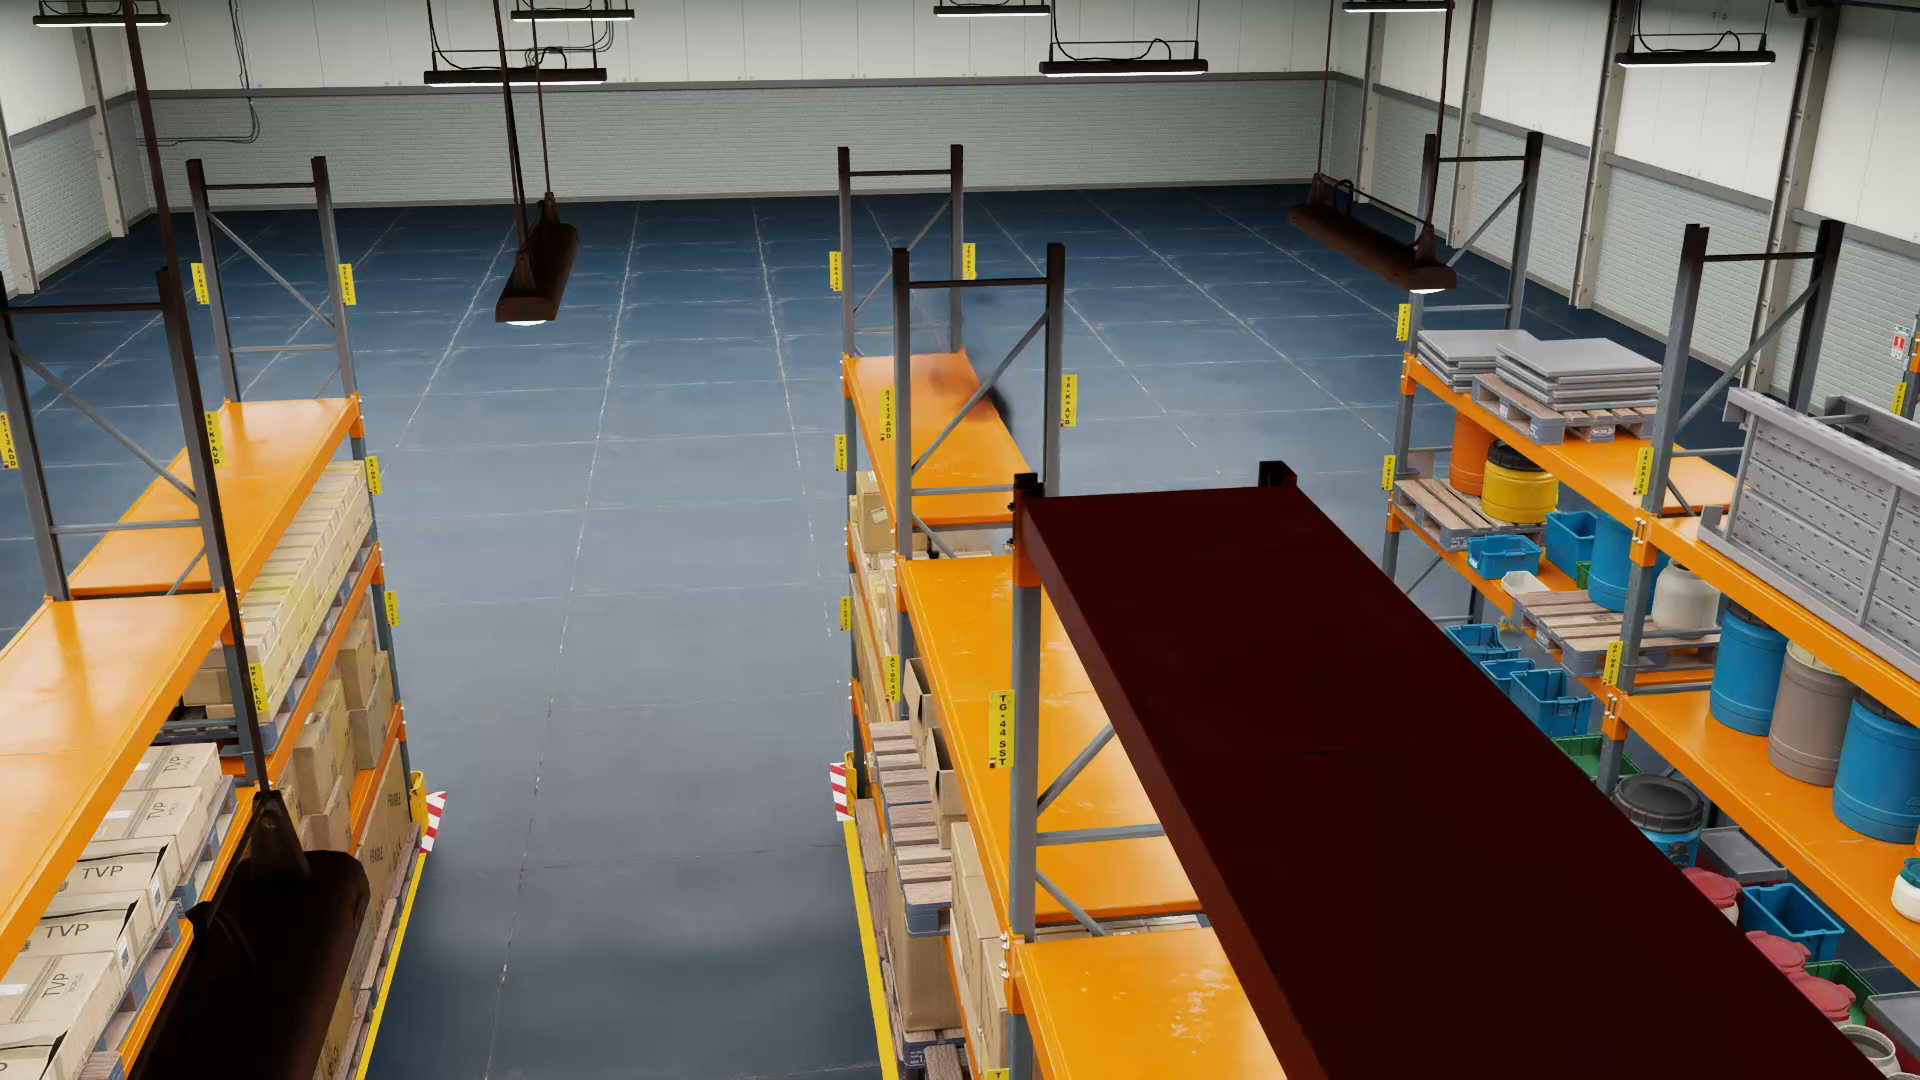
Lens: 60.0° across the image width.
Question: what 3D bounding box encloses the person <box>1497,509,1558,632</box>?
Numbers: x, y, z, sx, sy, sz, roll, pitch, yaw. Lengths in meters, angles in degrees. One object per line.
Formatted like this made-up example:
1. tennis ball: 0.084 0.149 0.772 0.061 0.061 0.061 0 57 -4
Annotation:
1. person: 6.427 0.284 18.537 0.852 1.816 0.670 7 23 16

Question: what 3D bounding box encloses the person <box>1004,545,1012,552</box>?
1. person: 0.789 0.304 18.614 0.613 1.635 0.560 8 23 19
